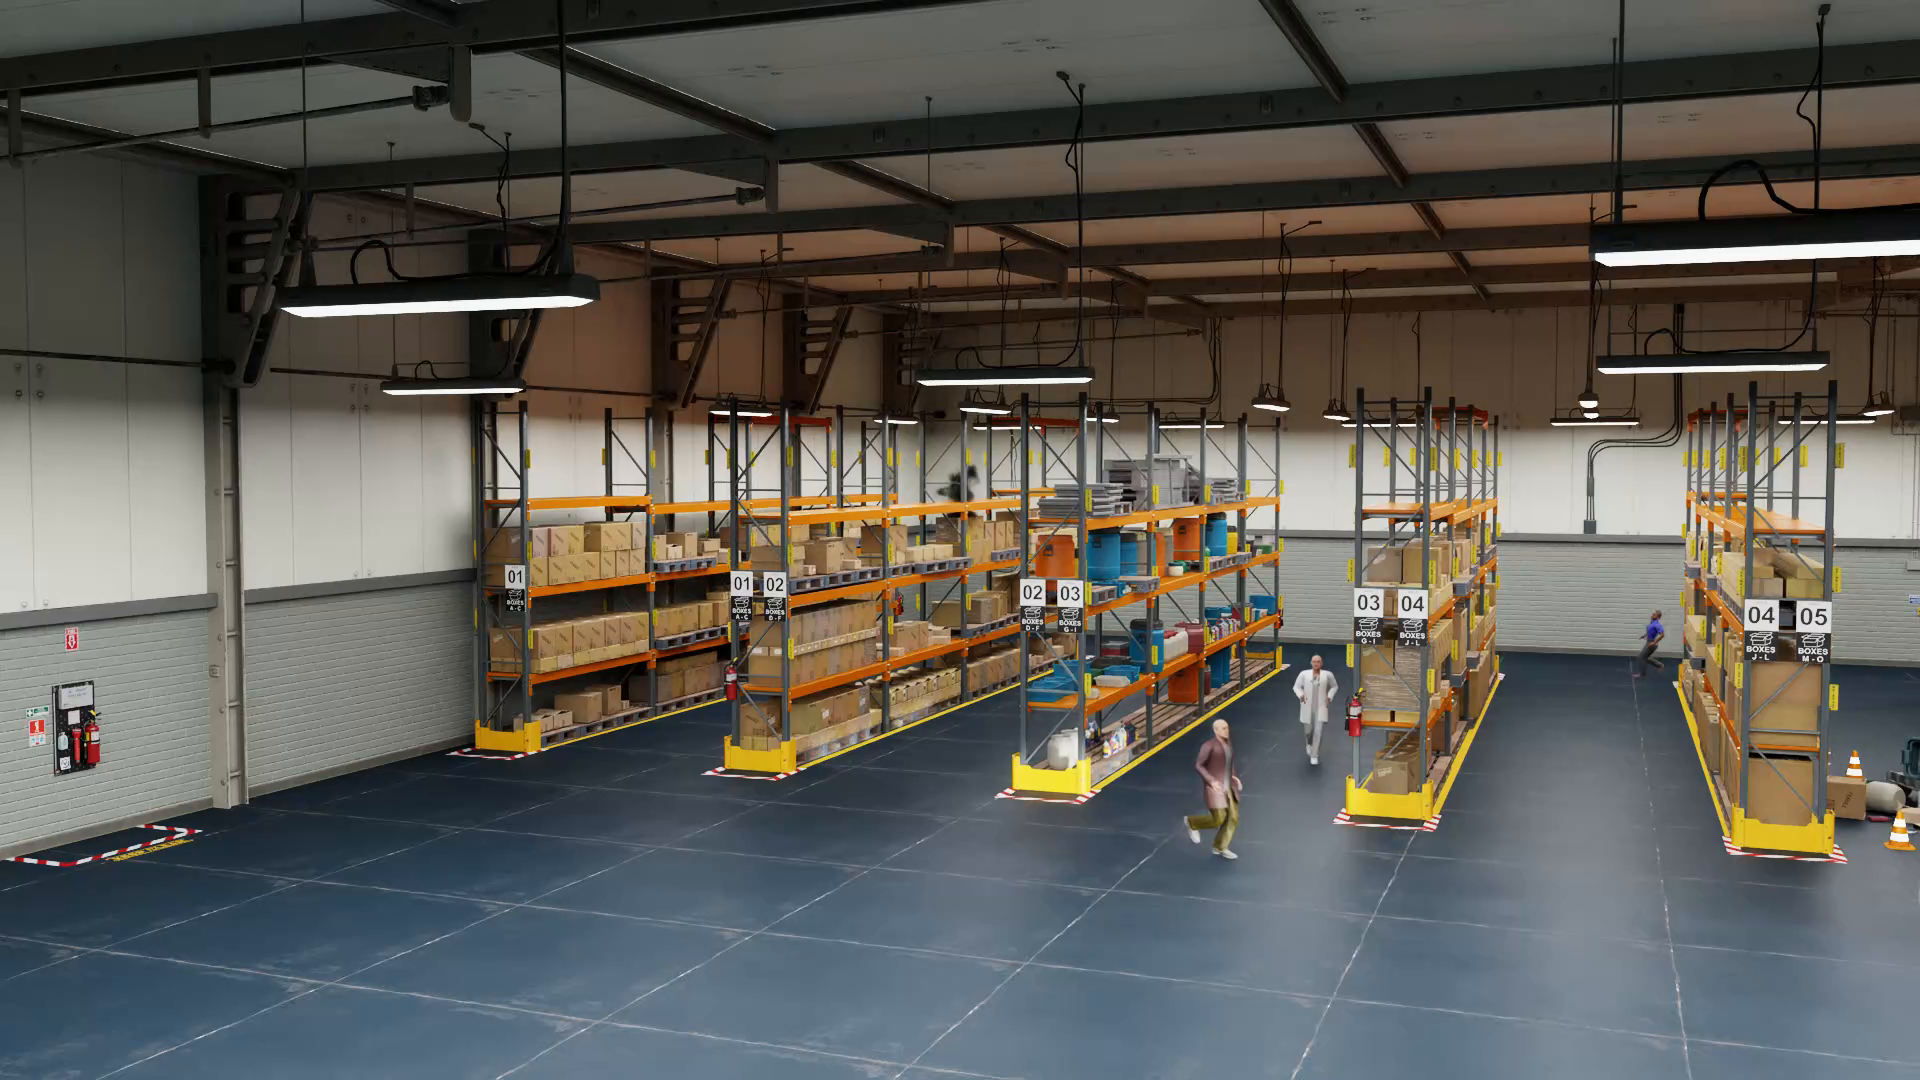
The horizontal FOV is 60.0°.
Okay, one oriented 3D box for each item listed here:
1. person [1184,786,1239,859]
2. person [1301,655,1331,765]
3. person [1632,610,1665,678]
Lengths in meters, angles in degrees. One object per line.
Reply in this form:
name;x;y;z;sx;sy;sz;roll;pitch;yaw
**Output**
person;3.191;3.474;21.035;0.341;1.030;0.748;-2;4;-41
person;5.863;2.774;27.417;0.688;1.757;0.913;1;3;13
person;15.662;2.372;37.747;0.715;1.581;0.646;1;3;17
